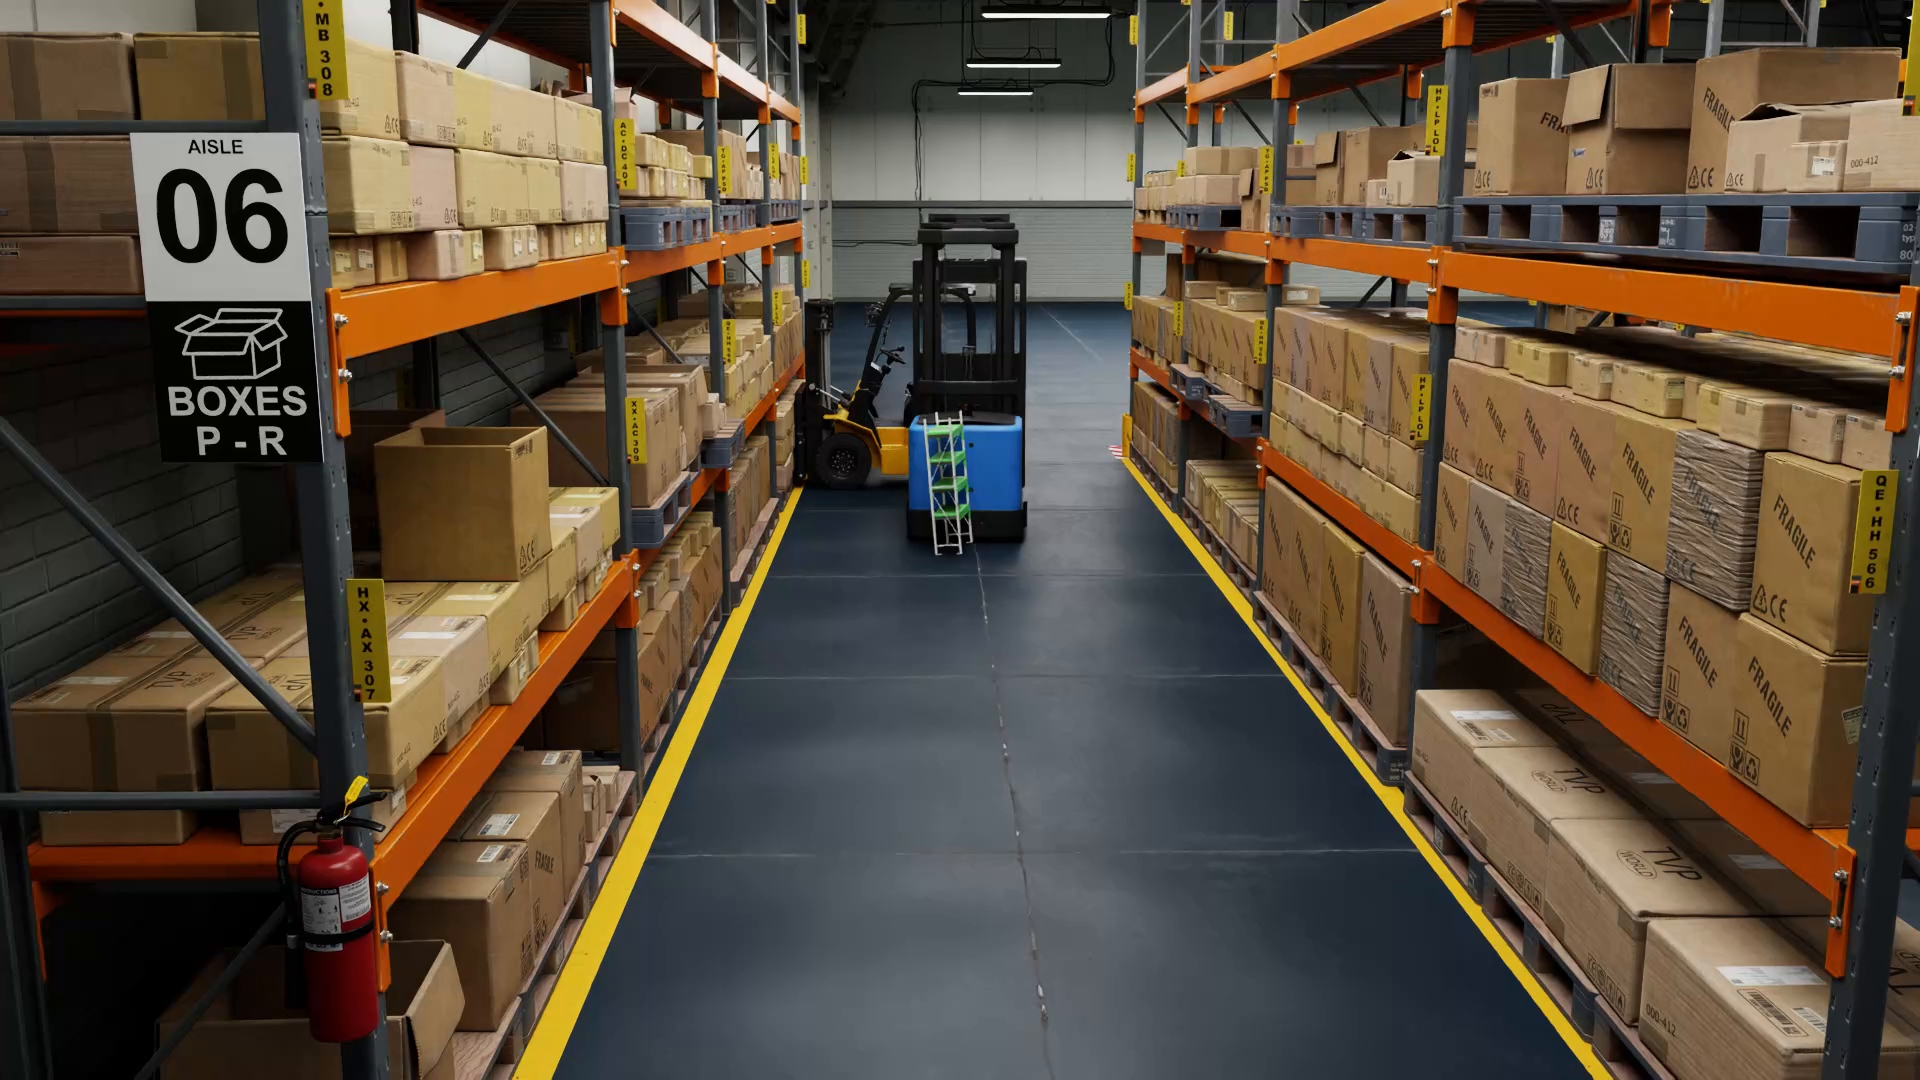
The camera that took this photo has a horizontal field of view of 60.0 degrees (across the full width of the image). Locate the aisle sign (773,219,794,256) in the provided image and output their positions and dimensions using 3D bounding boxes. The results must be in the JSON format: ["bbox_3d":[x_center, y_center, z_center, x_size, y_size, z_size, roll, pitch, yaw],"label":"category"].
[{"bbox_3d":[-2.095,-3.783,19.815,0.394,0.787,0.004,0,11,-1],"label":"aisle sign"}]

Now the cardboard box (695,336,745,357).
[{"bbox_3d":[-1.971,-1.593,13.673,0.380,0.149,0.250,0,11,0],"label":"cardboard box"}]

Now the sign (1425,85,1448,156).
[{"bbox_3d":[2.281,-2.004,7.948,0.100,0.325,0.005,0,11,-1],"label":"sign"}]

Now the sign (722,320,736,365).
[{"bbox_3d":[-1.679,-1.437,12.077,0.100,0.325,0.005,0,11,-1],"label":"sign"}]

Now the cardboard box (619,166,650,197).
[{"bbox_3d":[-1.748,-1.772,8.221,0.380,0.149,0.250,0,11,0],"label":"cardboard box"}]

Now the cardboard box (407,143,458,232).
[{"bbox_3d":[-1.823,-1.047,4.951,0.500,0.250,0.500,0,11,0],"label":"cardboard box"}]

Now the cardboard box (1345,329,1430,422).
[{"bbox_3d":[2.554,-0.961,9.676,0.500,0.500,0.500,0,11,1],"label":"cardboard box"}]

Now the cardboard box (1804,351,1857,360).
[{"bbox_3d":[7.391,-1.302,13.872,0.500,0.500,0.500,0,11,-2],"label":"cardboard box"}]

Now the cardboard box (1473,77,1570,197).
[{"bbox_3d":[2.626,-1.787,7.409,0.500,0.500,0.500,0,11,0],"label":"cardboard box"}]

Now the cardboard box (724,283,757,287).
[{"bbox_3d":[-2.594,-2.940,19.565,0.380,0.149,0.250,0,11,-2],"label":"cardboard box"}]

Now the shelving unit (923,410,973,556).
[{"bbox_3d":[-0.101,-0.508,14.668,0.258,1.200,0.503,-2,11,12],"label":"shelving unit"}]

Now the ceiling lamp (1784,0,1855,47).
[{"bbox_3d":[22.720,-13.458,44.272,2.000,3.185,0.800,0,11,-1],"label":"ceiling lamp"}]

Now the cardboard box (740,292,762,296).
[{"bbox_3d":[-2.120,-2.533,17.559,0.380,0.149,0.250,0,11,-1],"label":"cardboard box"}]

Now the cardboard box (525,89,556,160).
[{"bbox_3d":[-1.867,-1.596,6.399,0.500,0.250,0.500,0,11,0],"label":"cardboard box"}]

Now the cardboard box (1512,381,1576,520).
[{"bbox_3d":[2.595,-0.372,6.771,0.500,0.500,0.500,0,11,0],"label":"cardboard box"}]

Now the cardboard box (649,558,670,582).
[{"bbox_3d":[-2.005,0.207,10.286,0.380,0.149,0.250,0,11,-1],"label":"cardboard box"}]

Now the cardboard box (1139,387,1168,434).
[{"bbox_3d":[2.332,-1.472,18.933,0.500,0.500,0.500,-1,11,-3],"label":"cardboard box"}]

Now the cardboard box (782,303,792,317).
[{"bbox_3d":[-2.049,-2.539,18.338,0.380,0.149,0.250,0,11,-1],"label":"cardboard box"}]

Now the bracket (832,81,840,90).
[{"bbox_3d":[-3.530,-12.939,47.343,0.235,0.232,0.430,0,11,-1],"label":"bracket"}]

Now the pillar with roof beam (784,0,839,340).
[{"bbox_3d":[0.658,-8.889,36.430,9.100,9.000,0.548,0,11,-1],"label":"pillar with roof beam"}]

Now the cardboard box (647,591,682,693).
[{"bbox_3d":[-1.951,0.608,9.941,0.500,0.500,0.500,-1,11,-3],"label":"cardboard box"}]

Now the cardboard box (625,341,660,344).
[{"bbox_3d":[-2.567,-1.487,13.153,0.380,0.149,0.250,0,11,-2],"label":"cardboard box"}]

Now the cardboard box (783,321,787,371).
[{"bbox_3d":[-2.091,-2.042,17.520,0.500,0.500,0.500,0,11,-2],"label":"cardboard box"}]

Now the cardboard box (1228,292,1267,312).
[{"bbox_3d":[2.425,-1.968,13.720,0.380,0.149,0.250,-1,11,-4],"label":"cardboard box"}]

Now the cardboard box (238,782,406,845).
[{"bbox_3d":[-1.789,0.742,4.678,0.380,0.149,0.250,0,11,-2],"label":"cardboard box"}]

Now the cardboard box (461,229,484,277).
[{"bbox_3d":[-1.765,-0.931,5.380,0.380,0.149,0.250,0,11,-1],"label":"cardboard box"}]

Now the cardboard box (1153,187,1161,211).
[{"bbox_3d":[2.347,-3.653,17.794,0.500,0.250,0.500,0,11,0],"label":"cardboard box"}]

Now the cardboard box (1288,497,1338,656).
[{"bbox_3d":[2.686,0.225,10.885,0.875,0.875,0.875,0,11,0],"label":"cardboard box"}]

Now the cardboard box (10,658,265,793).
[{"bbox_3d":[-2.331,0.523,4.756,0.500,0.250,0.500,0,11,1],"label":"cardboard box"}]

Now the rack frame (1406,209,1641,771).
[{"bbox_3d":[2.823,-0.131,8.349,1.000,3.000,0.127,0,11,-1],"label":"rack frame"}]

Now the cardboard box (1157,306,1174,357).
[{"bbox_3d":[2.368,-2.208,17.591,0.500,0.500,0.500,0,11,0],"label":"cardboard box"}]

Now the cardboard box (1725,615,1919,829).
[{"bbox_3d":[2.632,0.521,4.887,0.500,0.500,0.500,0,11,-1],"label":"cardboard box"}]

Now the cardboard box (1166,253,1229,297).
[{"bbox_3d":[2.804,-3.100,19.472,0.700,0.500,0.500,-1,11,-3],"label":"cardboard box"}]

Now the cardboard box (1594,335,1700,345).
[{"bbox_3d":[3.040,-0.825,7.375,0.380,0.149,0.250,0,11,-1],"label":"cardboard box"}]

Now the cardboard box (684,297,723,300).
[{"bbox_3d":[-2.596,-2.377,16.792,0.380,0.149,0.250,0,11,-2],"label":"cardboard box"}]

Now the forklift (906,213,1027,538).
[{"bbox_3d":[0.102,-1.698,16.247,1.130,2.935,3.031,0,11,2],"label":"forklift"}]

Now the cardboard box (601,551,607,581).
[{"bbox_3d":[-1.853,0.128,7.708,0.380,0.149,0.250,0,11,0],"label":"cardboard box"}]

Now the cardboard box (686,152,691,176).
[{"bbox_3d":[-1.900,-2.367,10.457,0.380,0.149,0.250,0,11,-2],"label":"cardboard box"}]

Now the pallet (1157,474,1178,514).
[{"bbox_3d":[2.609,-0.488,17.122,1.003,0.211,1.213,0,11,-1],"label":"pallet"}]

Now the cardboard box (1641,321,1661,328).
[{"bbox_3d":[7.551,-2.017,17.272,0.875,0.550,0.550,0,11,-1],"label":"cardboard box"}]

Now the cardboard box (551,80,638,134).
[{"bbox_3d":[-1.796,-2.121,8.151,0.396,0.266,0.258,0,11,-2],"label":"cardboard box"}]

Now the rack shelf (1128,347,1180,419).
[{"bbox_3d":[2.617,-1.766,18.219,1.077,0.370,4.000,0,11,-1],"label":"rack shelf"}]

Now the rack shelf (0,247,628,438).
[{"bbox_3d":[-2.098,-0.829,6.059,1.077,0.370,4.000,0,11,-1],"label":"rack shelf"}]

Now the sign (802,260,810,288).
[{"bbox_3d":[-1.844,-3.178,19.862,0.100,0.325,0.005,0,11,-1],"label":"sign"}]

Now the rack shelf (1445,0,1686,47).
[{"bbox_3d":[2.865,-2.125,5.904,1.077,0.370,4.000,0,11,-1],"label":"rack shelf"}]

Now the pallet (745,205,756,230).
[{"bbox_3d":[-2.273,-2.901,14.940,0.805,0.209,1.217,-1,11,-3],"label":"pallet"}]

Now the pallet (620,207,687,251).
[{"bbox_3d":[-2.082,-1.617,8.606,1.213,0.211,1.003,0,11,-1],"label":"pallet"}]

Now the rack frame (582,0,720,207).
[{"bbox_3d":[-2.222,-3.845,11.568,1.000,3.000,0.127,0,11,-1],"label":"rack frame"}]

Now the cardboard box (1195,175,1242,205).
[{"bbox_3d":[2.313,-3.005,14.292,0.500,0.250,0.500,0,11,-2],"label":"cardboard box"}]

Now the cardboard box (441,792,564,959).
[{"bbox_3d":[-1.864,1.307,6.492,0.500,0.500,0.500,0,11,0],"label":"cardboard box"}]

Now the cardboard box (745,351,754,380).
[{"bbox_3d":[-2.024,-1.470,14.073,0.500,0.250,0.500,0,11,0],"label":"cardboard box"}]

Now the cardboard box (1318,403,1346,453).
[{"bbox_3d":[2.509,-0.693,10.240,0.500,0.250,0.500,0,11,0],"label":"cardboard box"}]

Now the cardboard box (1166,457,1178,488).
[{"bbox_3d":[2.377,-0.695,16.993,0.500,0.250,0.500,0,11,1],"label":"cardboard box"}]

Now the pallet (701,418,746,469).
[{"bbox_3d":[-2.138,-0.676,11.521,1.213,0.211,1.003,0,11,-1],"label":"pallet"}]

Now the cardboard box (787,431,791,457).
[{"bbox_3d":[-2.018,-1.000,17.239,0.500,0.250,0.500,0,11,-1],"label":"cardboard box"}]

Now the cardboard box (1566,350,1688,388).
[{"bbox_3d":[2.647,-0.670,6.610,0.380,0.149,0.250,0,11,-1],"label":"cardboard box"}]
